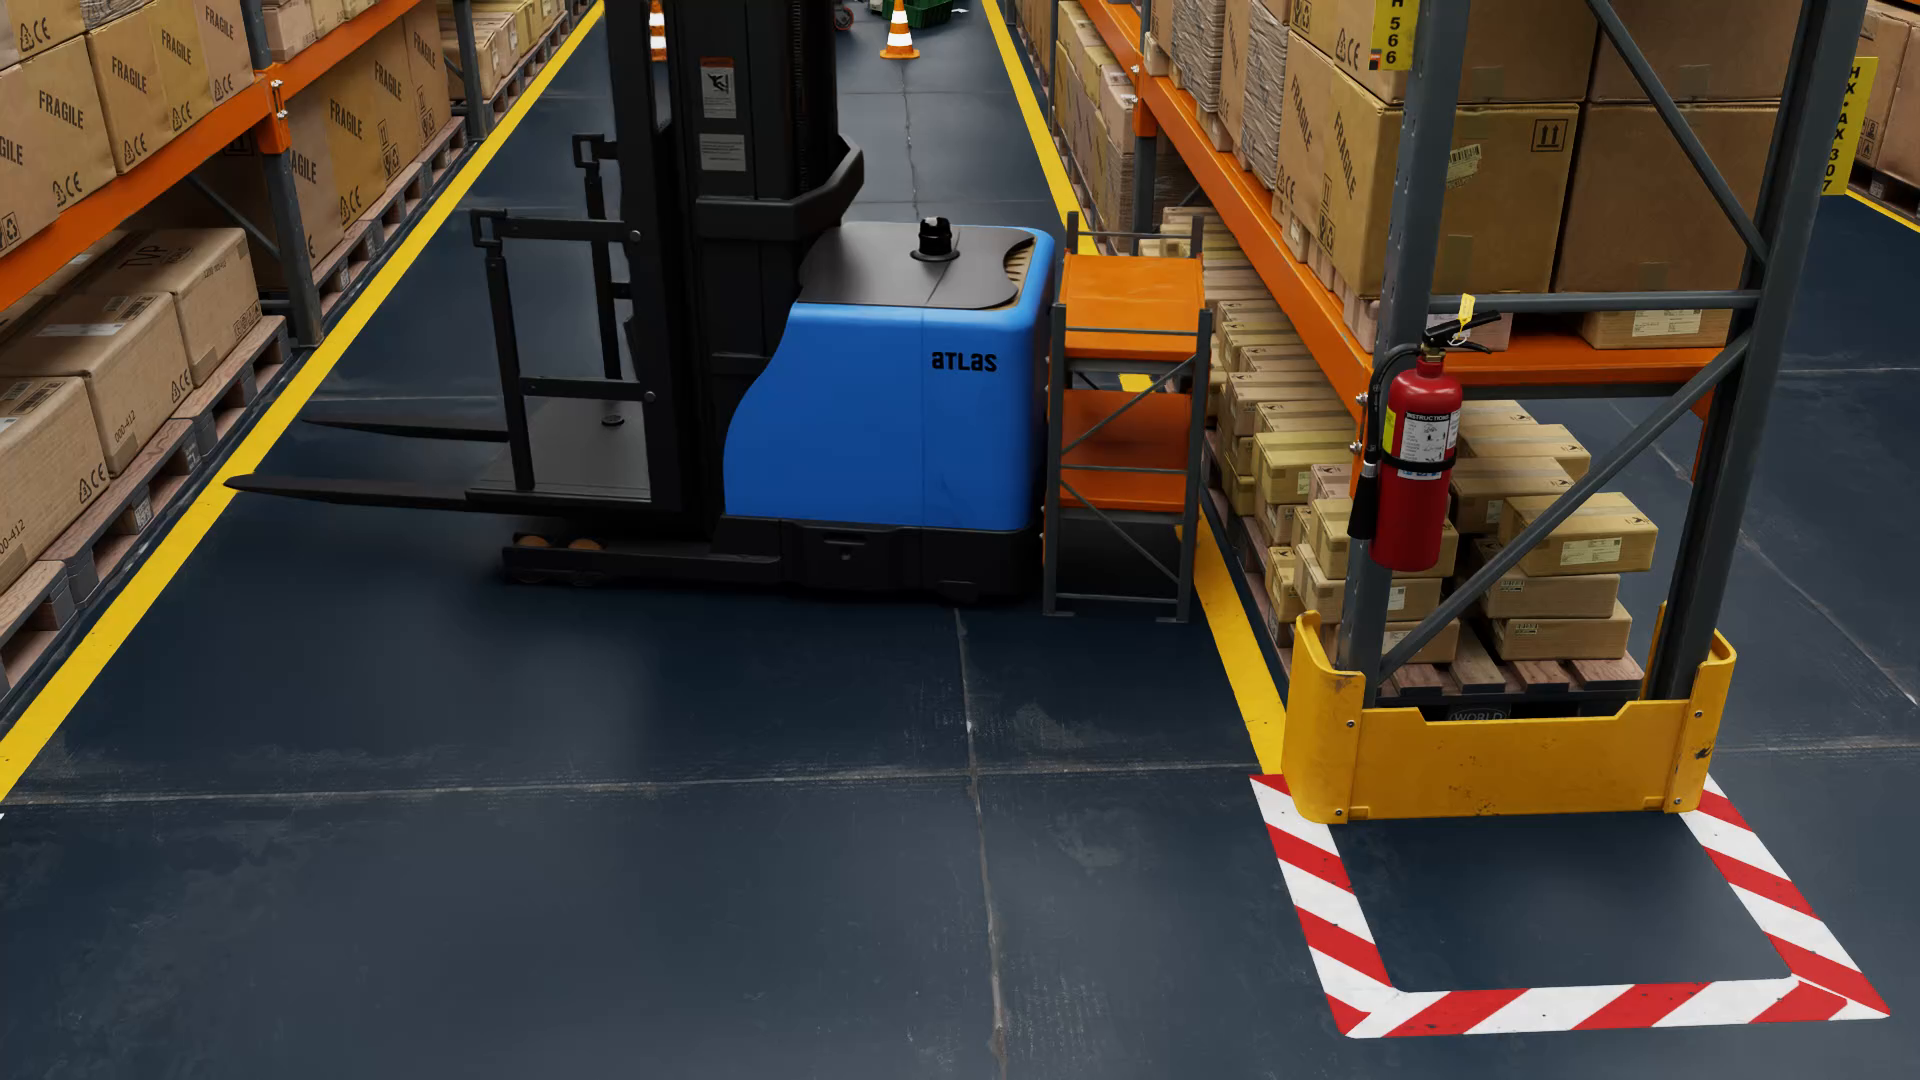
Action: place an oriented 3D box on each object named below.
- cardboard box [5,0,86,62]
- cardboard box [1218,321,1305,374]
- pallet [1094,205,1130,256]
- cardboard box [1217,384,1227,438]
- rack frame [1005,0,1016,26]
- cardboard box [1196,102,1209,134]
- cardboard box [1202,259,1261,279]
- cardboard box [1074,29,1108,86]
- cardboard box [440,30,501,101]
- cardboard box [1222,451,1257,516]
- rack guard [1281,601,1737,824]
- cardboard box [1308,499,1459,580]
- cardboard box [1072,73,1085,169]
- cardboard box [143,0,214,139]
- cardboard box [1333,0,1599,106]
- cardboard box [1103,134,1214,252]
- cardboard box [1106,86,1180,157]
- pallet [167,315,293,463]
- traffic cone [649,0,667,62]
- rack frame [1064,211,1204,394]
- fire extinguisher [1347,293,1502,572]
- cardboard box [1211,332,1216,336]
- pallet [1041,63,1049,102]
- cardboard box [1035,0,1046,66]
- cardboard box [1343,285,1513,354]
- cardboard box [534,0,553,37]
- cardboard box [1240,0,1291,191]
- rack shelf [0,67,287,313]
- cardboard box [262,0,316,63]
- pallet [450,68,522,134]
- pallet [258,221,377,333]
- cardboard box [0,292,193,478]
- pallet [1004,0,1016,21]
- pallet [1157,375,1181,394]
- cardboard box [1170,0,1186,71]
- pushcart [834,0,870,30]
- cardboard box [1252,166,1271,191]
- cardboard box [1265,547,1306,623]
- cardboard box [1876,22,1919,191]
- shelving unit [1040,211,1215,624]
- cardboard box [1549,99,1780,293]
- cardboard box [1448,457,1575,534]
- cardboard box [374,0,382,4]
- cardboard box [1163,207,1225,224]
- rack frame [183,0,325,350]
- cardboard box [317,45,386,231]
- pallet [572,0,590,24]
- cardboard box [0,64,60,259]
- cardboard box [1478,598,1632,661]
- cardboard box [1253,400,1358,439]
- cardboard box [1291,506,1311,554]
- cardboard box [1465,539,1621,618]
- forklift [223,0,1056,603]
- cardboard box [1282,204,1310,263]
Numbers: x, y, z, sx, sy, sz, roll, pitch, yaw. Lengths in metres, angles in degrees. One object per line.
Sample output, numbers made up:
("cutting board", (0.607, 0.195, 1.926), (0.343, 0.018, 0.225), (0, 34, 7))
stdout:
("cardboard box", (-3.224, -1.839, 5.342), (0.500, 0.500, 0.500), (-1, 28, -2))
("cardboard box", (1.208, -0.729, 6.390), (0.380, 0.149, 0.250), (-1, 28, -2))
("pallet", (1.299, -1.553, 8.999), (1.003, 0.211, 1.213), (-1, 28, -3))
("cardboard box", (1.173, -0.471, 6.216), (0.380, 0.149, 0.250), (0, 28, 0))
("rack frame", (0.923, -6.124, 14.748), (1.000, 3.000, 0.127), (-1, 28, -3))
("cardboard box", (1.139, -1.696, 6.531), (0.380, 0.149, 0.250), (-1, 28, -2))
("cardboard box", (1.206, -1.087, 7.077), (0.380, 0.149, 0.250), (-2, 28, -4))
("cardboard box", (0.966, -2.900, 10.005), (0.500, 0.250, 0.500), (-1, 28, -2))
("cardboard box", (-3.826, -3.393, 11.899), (0.950, 0.372, 0.625), (-3, 28, -6))
("cardboard box", (1.170, -0.213, 6.043), (0.380, 0.149, 0.250), (-3, 28, -5))
("rack guard", (1.546, 0.491, 4.768), (1.175, 0.500, 0.348), (-1, 28, -3))
("cardboard box", (1.269, -0.007, 5.005), (0.380, 0.149, 0.250), (-1, 28, -2))
("cardboard box", (0.975, -2.553, 10.150), (0.500, 0.500, 0.500), (-2, 28, -4))
("cardboard box", (-3.285, -1.862, 6.469), (0.500, 0.500, 0.500), (-2, 28, -4))
("cardboard box", (1.277, -1.407, 4.194), (0.500, 0.500, 0.500), (-2, 28, -4))
("cardboard box", (1.051, -1.843, 8.789), (0.500, 0.500, 0.500), (-2, 28, -4))
("cardboard box", (1.049, -2.178, 8.620), (0.500, 0.250, 0.500), (-2, 28, -4))
("pallet", (-3.636, -0.674, 7.314), (1.003, 0.211, 1.213), (-1, 28, -3))
("traffic cone", (-2.552, -4.294, 13.983), (0.336, 0.463, 0.334), (-1, 28, -3))
("rack frame", (0.642, -0.697, 6.367), (0.500, 1.125, 0.032), (3, 28, 5))
("fire extinguisher", (1.102, -0.255, 3.983), (0.296, 0.674, 0.183), (-1, 28, -3))
("cardboard box", (1.194, -0.830, 6.905), (0.380, 0.149, 0.250), (0, 28, 0))
("pallet", (1.166, -3.406, 12.553), (1.003, 0.211, 1.213), (-1, 28, -3))
("cardboard box", (1.141, -4.153, 12.947), (1.050, 0.750, 0.750), (-1, 28, -2))
("cardboard box", (1.250, -0.615, 4.457), (0.380, 0.149, 0.250), (-1, 28, -3))
("cardboard box", (-3.944, -4.405, 13.840), (0.950, 0.372, 0.625), (0, 28, 1))
("cardboard box", (1.211, -1.432, 5.322), (0.500, 0.500, 0.500), (-1, 28, -2))
("rack shelf", (-3.493, -1.021, 5.742), (1.077, 0.370, 4.000), (-1, 28, -3))
("cardboard box", (-3.357, -2.407, 7.783), (0.500, 0.250, 0.500), (-2, 28, -4))
("pallet", (-3.845, -3.235, 12.225), (1.003, 0.211, 1.213), (-1, 28, -3))
("pallet", (-3.713, -1.382, 8.671), (1.003, 0.211, 1.213), (-1, 28, -3))
("cardboard box", (-3.624, -0.608, 6.488), (0.875, 0.438, 0.875), (-2, 28, -4))
("pallet", (0.962, -5.241, 16.070), (1.003, 0.211, 1.213), (-1, 28, -3))
("pallet", (1.411, -0.884, 7.717), (1.003, 0.211, 1.213), (-1, 28, -3))
("cardboard box", (1.148, -2.143, 6.685), (0.500, 0.500, 0.500), (-1, 28, -3))
("pushcart", (-1.741, -4.873, 15.186), (1.648, 0.377, 0.936), (-11, 30, -20))
("cardboard box", (1.241, -1.334, 5.836), (0.380, 0.149, 0.250), (-1, 28, -2))
("cardboard box", (1.199, 0.141, 5.365), (0.380, 0.149, 0.250), (-1, 28, -1))
("cardboard box", (6.198, -2.455, 9.556), (1.225, 0.875, 0.875), (-2, 28, -4))
("shelving unit", (0.590, -0.463, 5.918), (0.538, 1.125, 1.048), (3, 28, 5))
("cardboard box", (1.802, -0.973, 4.441), (0.500, 0.500, 0.500), (0, 28, 0))
("cardboard box", (1.727, -0.143, 5.266), (0.380, 0.149, 0.250), (-1, 28, -2))
("cardboard box", (-3.413, -3.114, 9.138), (0.500, 0.250, 0.500), (-2, 28, -3))
("cardboard box", (1.152, -1.451, 7.775), (0.380, 0.149, 0.250), (0, 28, -1))
("rack frame", (-3.597, -2.263, 7.346), (1.000, 3.000, 0.127), (-1, 28, -3))
("cardboard box", (-3.764, -2.209, 9.085), (0.875, 0.875, 0.875), (-1, 28, -1))
("pallet", (-4.085, -5.031, 15.668), (1.003, 0.211, 1.213), (-1, 28, -3))
("cardboard box", (-3.189, -1.157, 5.117), (0.500, 0.500, 0.500), (-2, 28, -3))
("cardboard box", (1.842, 0.246, 5.164), (0.380, 0.149, 0.250), (-1, 28, -2))
("cardboard box", (1.223, -0.362, 5.685), (0.380, 0.149, 0.250), (-2, 28, -5))
("cardboard box", (1.277, 0.005, 5.304), (0.380, 0.149, 0.250), (-2, 28, -4))
("cardboard box", (1.779, 0.115, 5.092), (0.380, 0.149, 0.250), (0, 28, 0))
("forklift", (-1.192, -1.371, 5.710), (3.031, 2.935, 1.130), (3, 28, 7))
("cardboard box", (1.210, -0.963, 5.125), (0.380, 0.149, 0.250), (-1, 28, -1))
